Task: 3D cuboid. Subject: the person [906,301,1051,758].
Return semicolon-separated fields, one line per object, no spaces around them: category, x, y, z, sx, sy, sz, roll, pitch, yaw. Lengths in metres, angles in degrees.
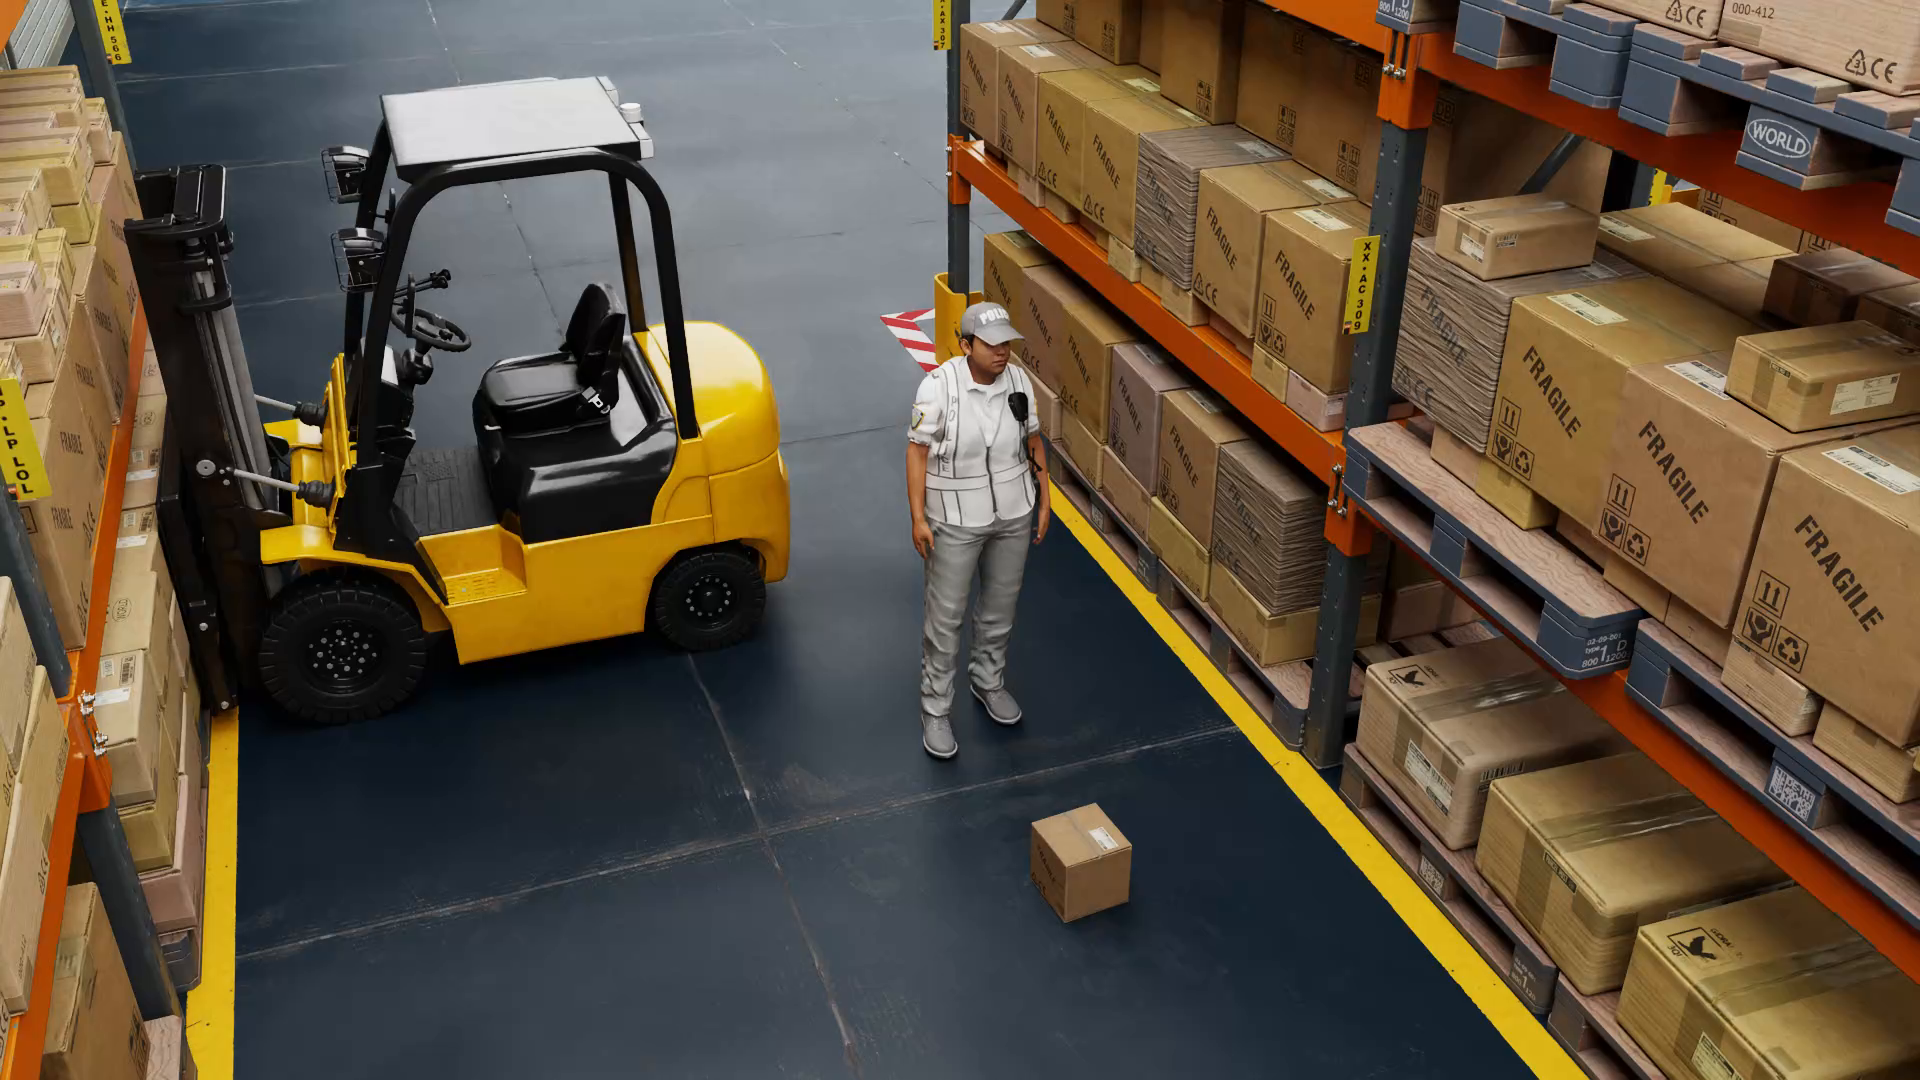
person;0.083;-0.051;6.191;0.598;1.670;0.527;-11;32;-18
